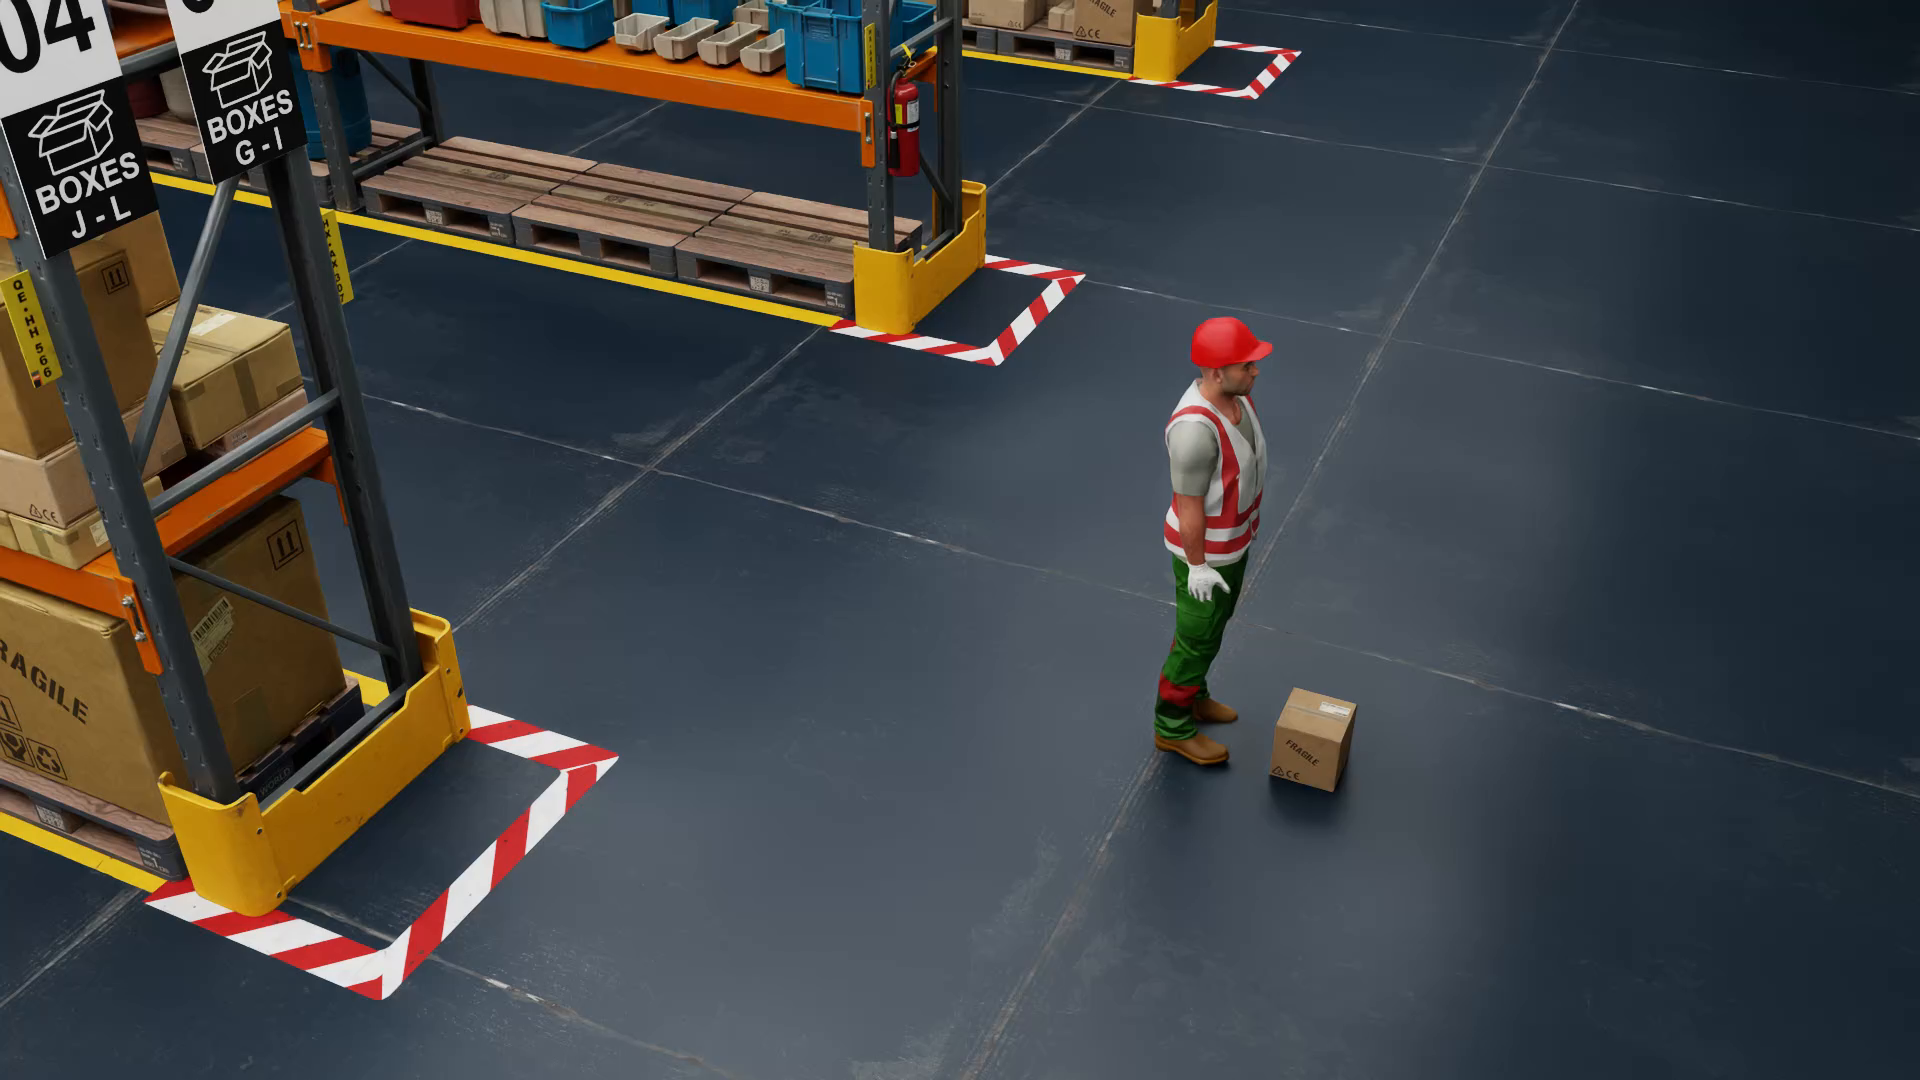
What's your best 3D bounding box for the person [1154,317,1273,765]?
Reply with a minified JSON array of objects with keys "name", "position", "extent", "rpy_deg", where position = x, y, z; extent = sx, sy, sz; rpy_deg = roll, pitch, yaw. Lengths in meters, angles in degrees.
[{"name":"person","position":[0.935,0.016,6.113],"extent":[0.361,1.810,0.525],"rpy_deg":[15,36,22]}]
